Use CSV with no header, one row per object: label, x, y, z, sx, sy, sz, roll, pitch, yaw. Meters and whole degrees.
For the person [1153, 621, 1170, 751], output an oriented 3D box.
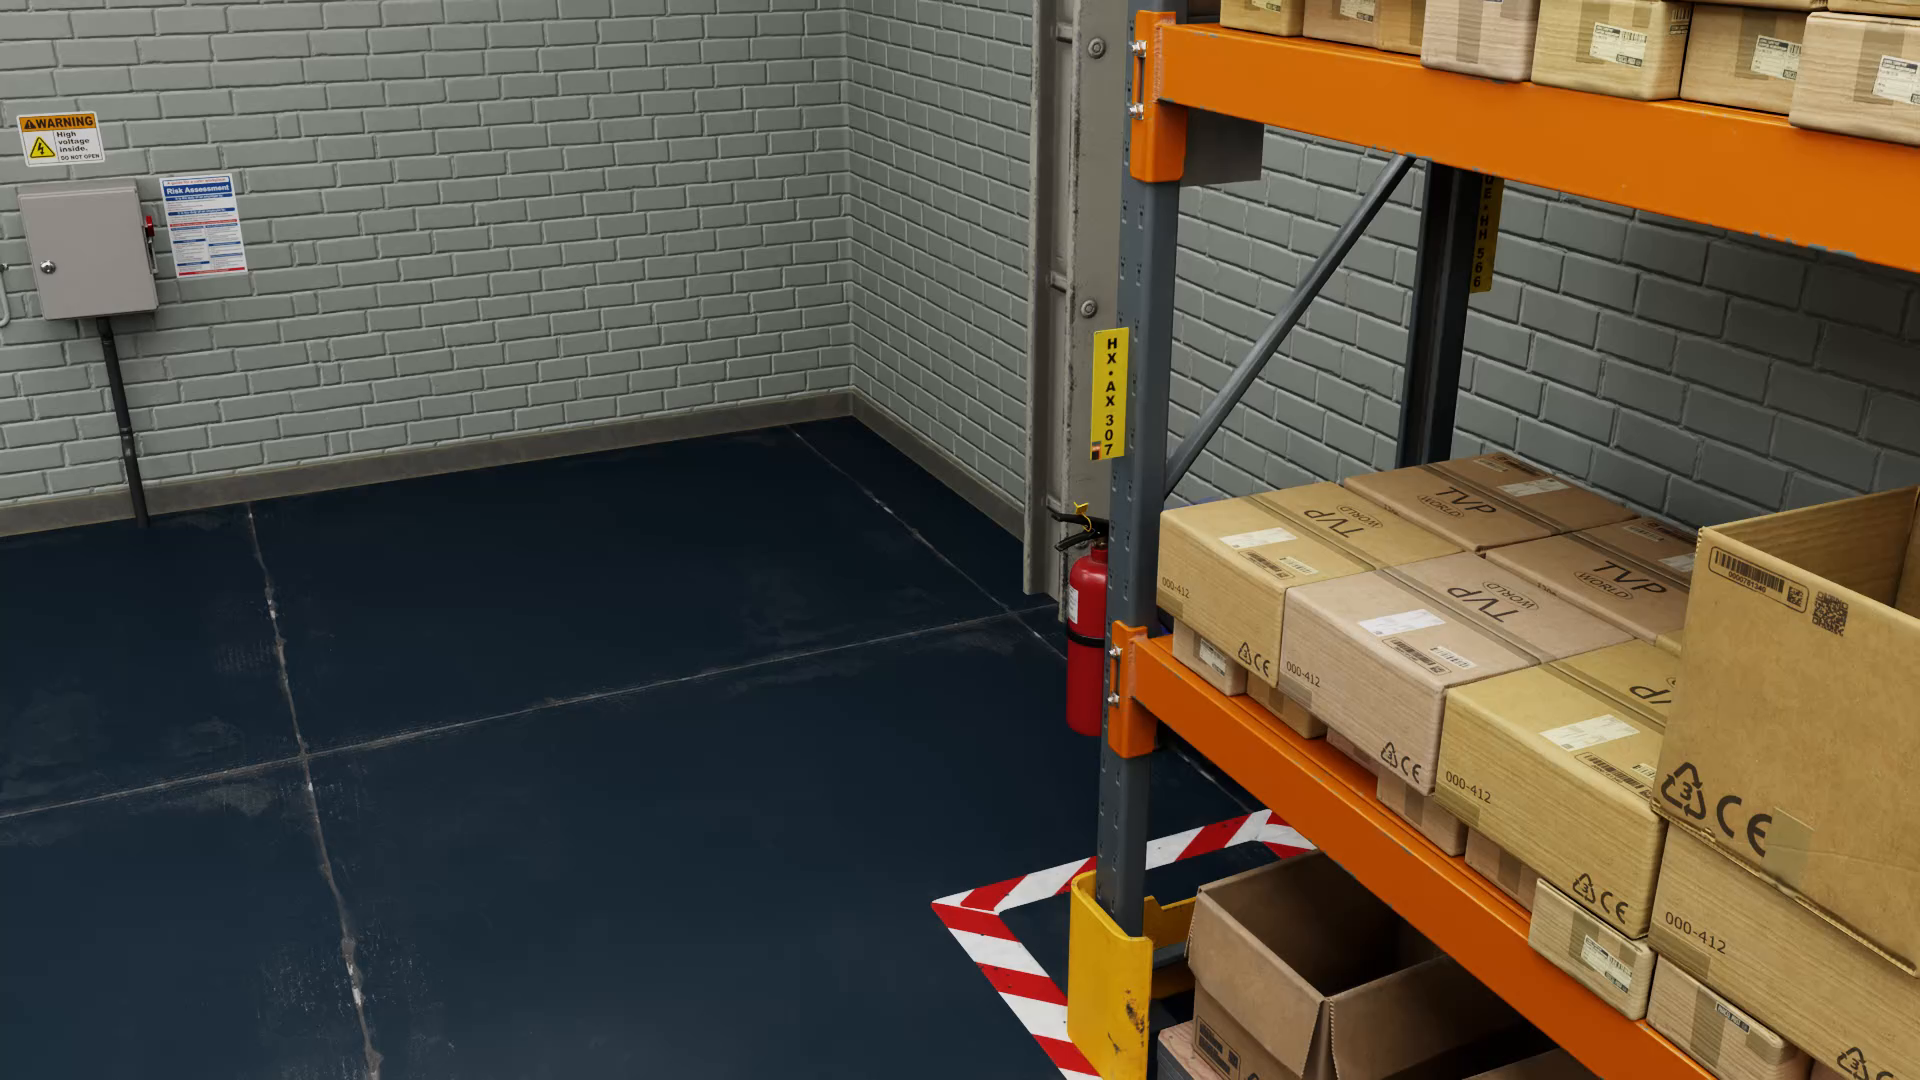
person,0.868,0.341,6.202,0.463,0.965,0.790,-11,25,-25
